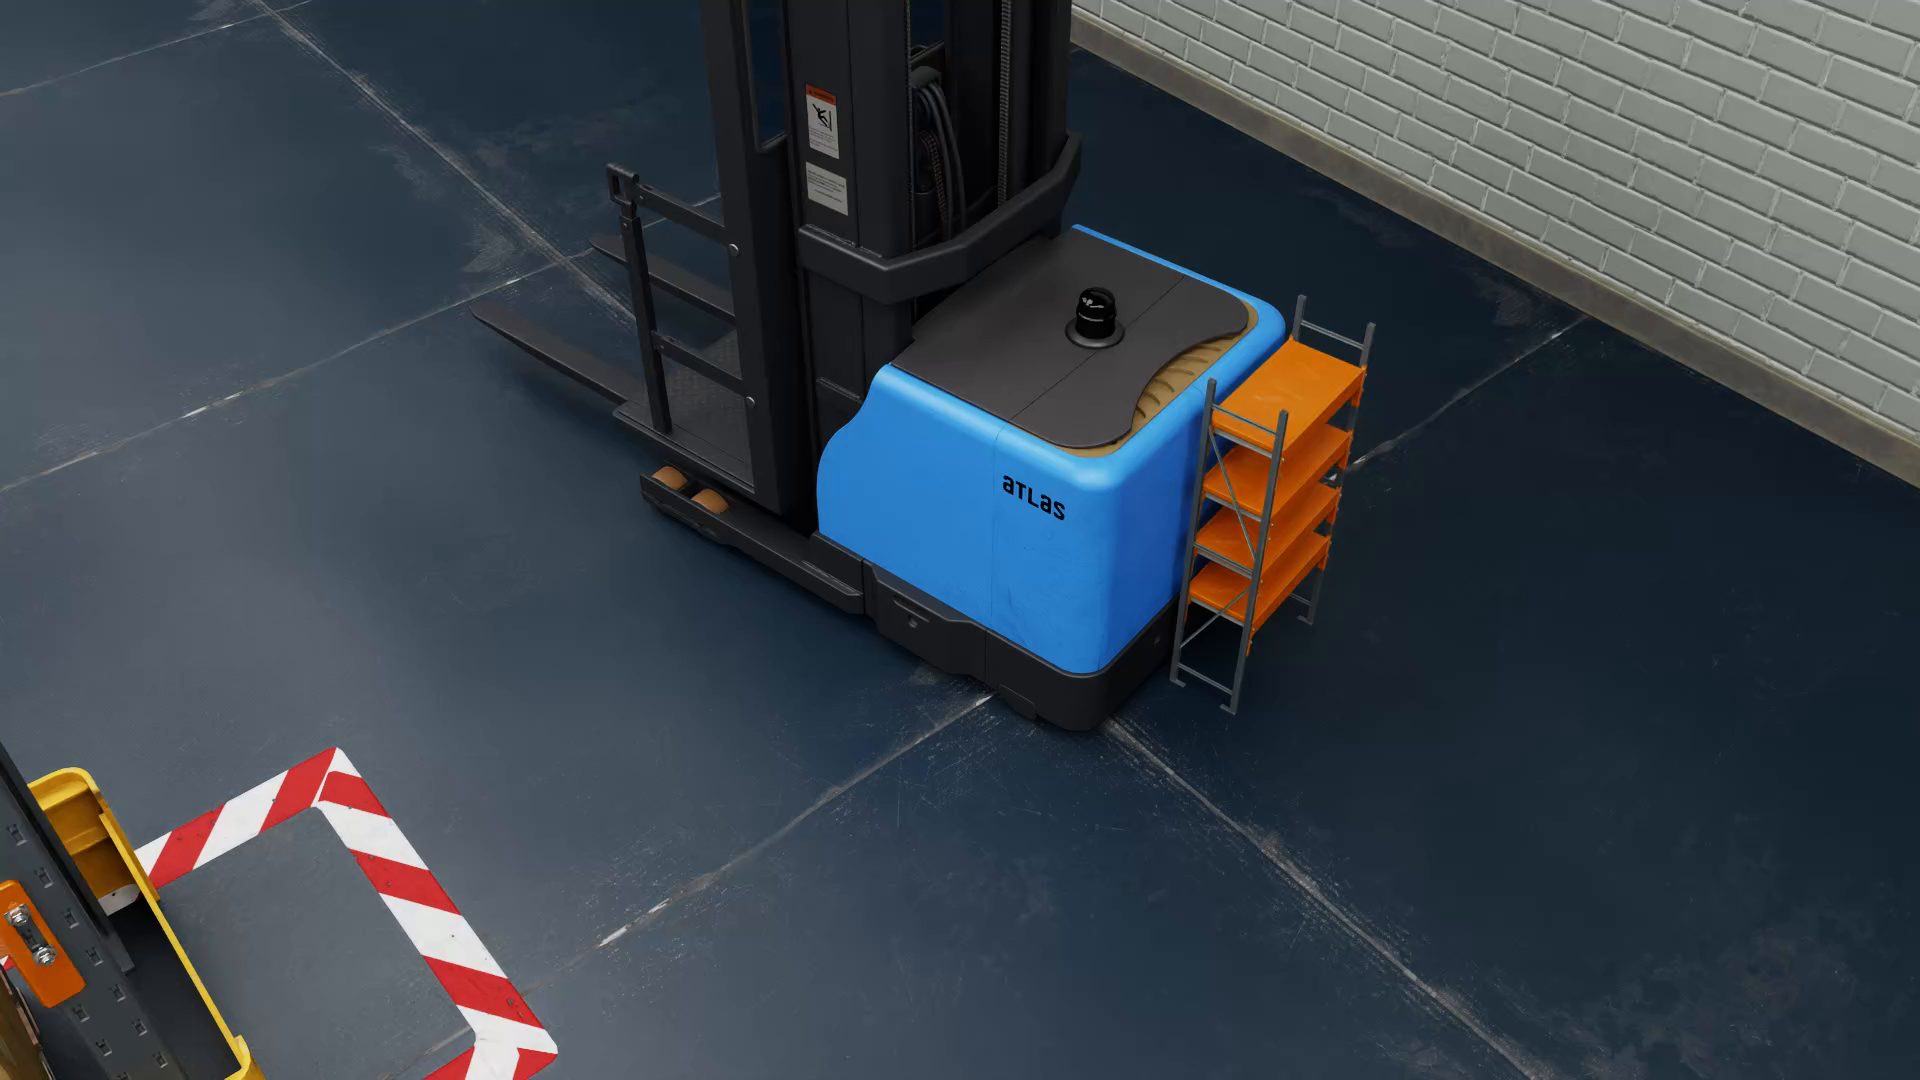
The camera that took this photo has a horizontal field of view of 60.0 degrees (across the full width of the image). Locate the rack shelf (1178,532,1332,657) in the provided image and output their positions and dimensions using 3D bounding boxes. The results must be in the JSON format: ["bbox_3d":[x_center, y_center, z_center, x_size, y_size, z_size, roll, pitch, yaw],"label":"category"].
[{"bbox_3d":[0.912,0.116,5.138,0.258,0.148,0.480,28,50,27],"label":"rack shelf"}]

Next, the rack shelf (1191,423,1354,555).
[{"bbox_3d":[0.912,-0.192,4.849,0.258,0.148,0.480,28,50,27],"label":"rack shelf"}]

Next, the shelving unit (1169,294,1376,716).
[{"bbox_3d":[0.912,-0.077,4.956,0.258,1.200,0.503,28,50,27],"label":"shelving unit"}]

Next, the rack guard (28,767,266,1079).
[{"bbox_3d":[-2.085,1.145,4.165,0.348,0.500,1.175,-30,51,-28],"label":"rack guard"}]

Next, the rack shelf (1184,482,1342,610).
[{"bbox_3d":[0.912,-0.028,5.002,0.258,0.148,0.480,28,50,27],"label":"rack shelf"}]

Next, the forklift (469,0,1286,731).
[{"bbox_3d":[-0.489,-1.333,5.028,3.031,2.935,1.130,28,50,27],"label":"forklift"}]

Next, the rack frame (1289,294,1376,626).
[{"bbox_3d":[1.062,-0.210,5.097,0.240,1.200,0.015,28,50,27],"label":"rack frame"}]

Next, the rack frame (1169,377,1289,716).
[{"bbox_3d":[0.763,0.055,4.815,0.240,1.200,0.015,28,50,27],"label":"rack frame"}]

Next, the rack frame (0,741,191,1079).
[{"bbox_3d":[-2.104,0.245,3.298,0.127,3.000,1.000,-30,51,-28],"label":"rack frame"}]

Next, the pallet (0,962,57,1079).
[{"bbox_3d":[-2.667,1.654,3.835,1.213,0.211,1.003,-30,51,-28],"label":"pallet"}]

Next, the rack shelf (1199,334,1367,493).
[{"bbox_3d":[0.912,-0.364,4.687,0.258,0.148,0.480,28,50,27],"label":"rack shelf"}]

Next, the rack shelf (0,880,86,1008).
[{"bbox_3d":[-3.638,1.385,2.609,4.000,0.370,1.077,-30,51,-28],"label":"rack shelf"}]
